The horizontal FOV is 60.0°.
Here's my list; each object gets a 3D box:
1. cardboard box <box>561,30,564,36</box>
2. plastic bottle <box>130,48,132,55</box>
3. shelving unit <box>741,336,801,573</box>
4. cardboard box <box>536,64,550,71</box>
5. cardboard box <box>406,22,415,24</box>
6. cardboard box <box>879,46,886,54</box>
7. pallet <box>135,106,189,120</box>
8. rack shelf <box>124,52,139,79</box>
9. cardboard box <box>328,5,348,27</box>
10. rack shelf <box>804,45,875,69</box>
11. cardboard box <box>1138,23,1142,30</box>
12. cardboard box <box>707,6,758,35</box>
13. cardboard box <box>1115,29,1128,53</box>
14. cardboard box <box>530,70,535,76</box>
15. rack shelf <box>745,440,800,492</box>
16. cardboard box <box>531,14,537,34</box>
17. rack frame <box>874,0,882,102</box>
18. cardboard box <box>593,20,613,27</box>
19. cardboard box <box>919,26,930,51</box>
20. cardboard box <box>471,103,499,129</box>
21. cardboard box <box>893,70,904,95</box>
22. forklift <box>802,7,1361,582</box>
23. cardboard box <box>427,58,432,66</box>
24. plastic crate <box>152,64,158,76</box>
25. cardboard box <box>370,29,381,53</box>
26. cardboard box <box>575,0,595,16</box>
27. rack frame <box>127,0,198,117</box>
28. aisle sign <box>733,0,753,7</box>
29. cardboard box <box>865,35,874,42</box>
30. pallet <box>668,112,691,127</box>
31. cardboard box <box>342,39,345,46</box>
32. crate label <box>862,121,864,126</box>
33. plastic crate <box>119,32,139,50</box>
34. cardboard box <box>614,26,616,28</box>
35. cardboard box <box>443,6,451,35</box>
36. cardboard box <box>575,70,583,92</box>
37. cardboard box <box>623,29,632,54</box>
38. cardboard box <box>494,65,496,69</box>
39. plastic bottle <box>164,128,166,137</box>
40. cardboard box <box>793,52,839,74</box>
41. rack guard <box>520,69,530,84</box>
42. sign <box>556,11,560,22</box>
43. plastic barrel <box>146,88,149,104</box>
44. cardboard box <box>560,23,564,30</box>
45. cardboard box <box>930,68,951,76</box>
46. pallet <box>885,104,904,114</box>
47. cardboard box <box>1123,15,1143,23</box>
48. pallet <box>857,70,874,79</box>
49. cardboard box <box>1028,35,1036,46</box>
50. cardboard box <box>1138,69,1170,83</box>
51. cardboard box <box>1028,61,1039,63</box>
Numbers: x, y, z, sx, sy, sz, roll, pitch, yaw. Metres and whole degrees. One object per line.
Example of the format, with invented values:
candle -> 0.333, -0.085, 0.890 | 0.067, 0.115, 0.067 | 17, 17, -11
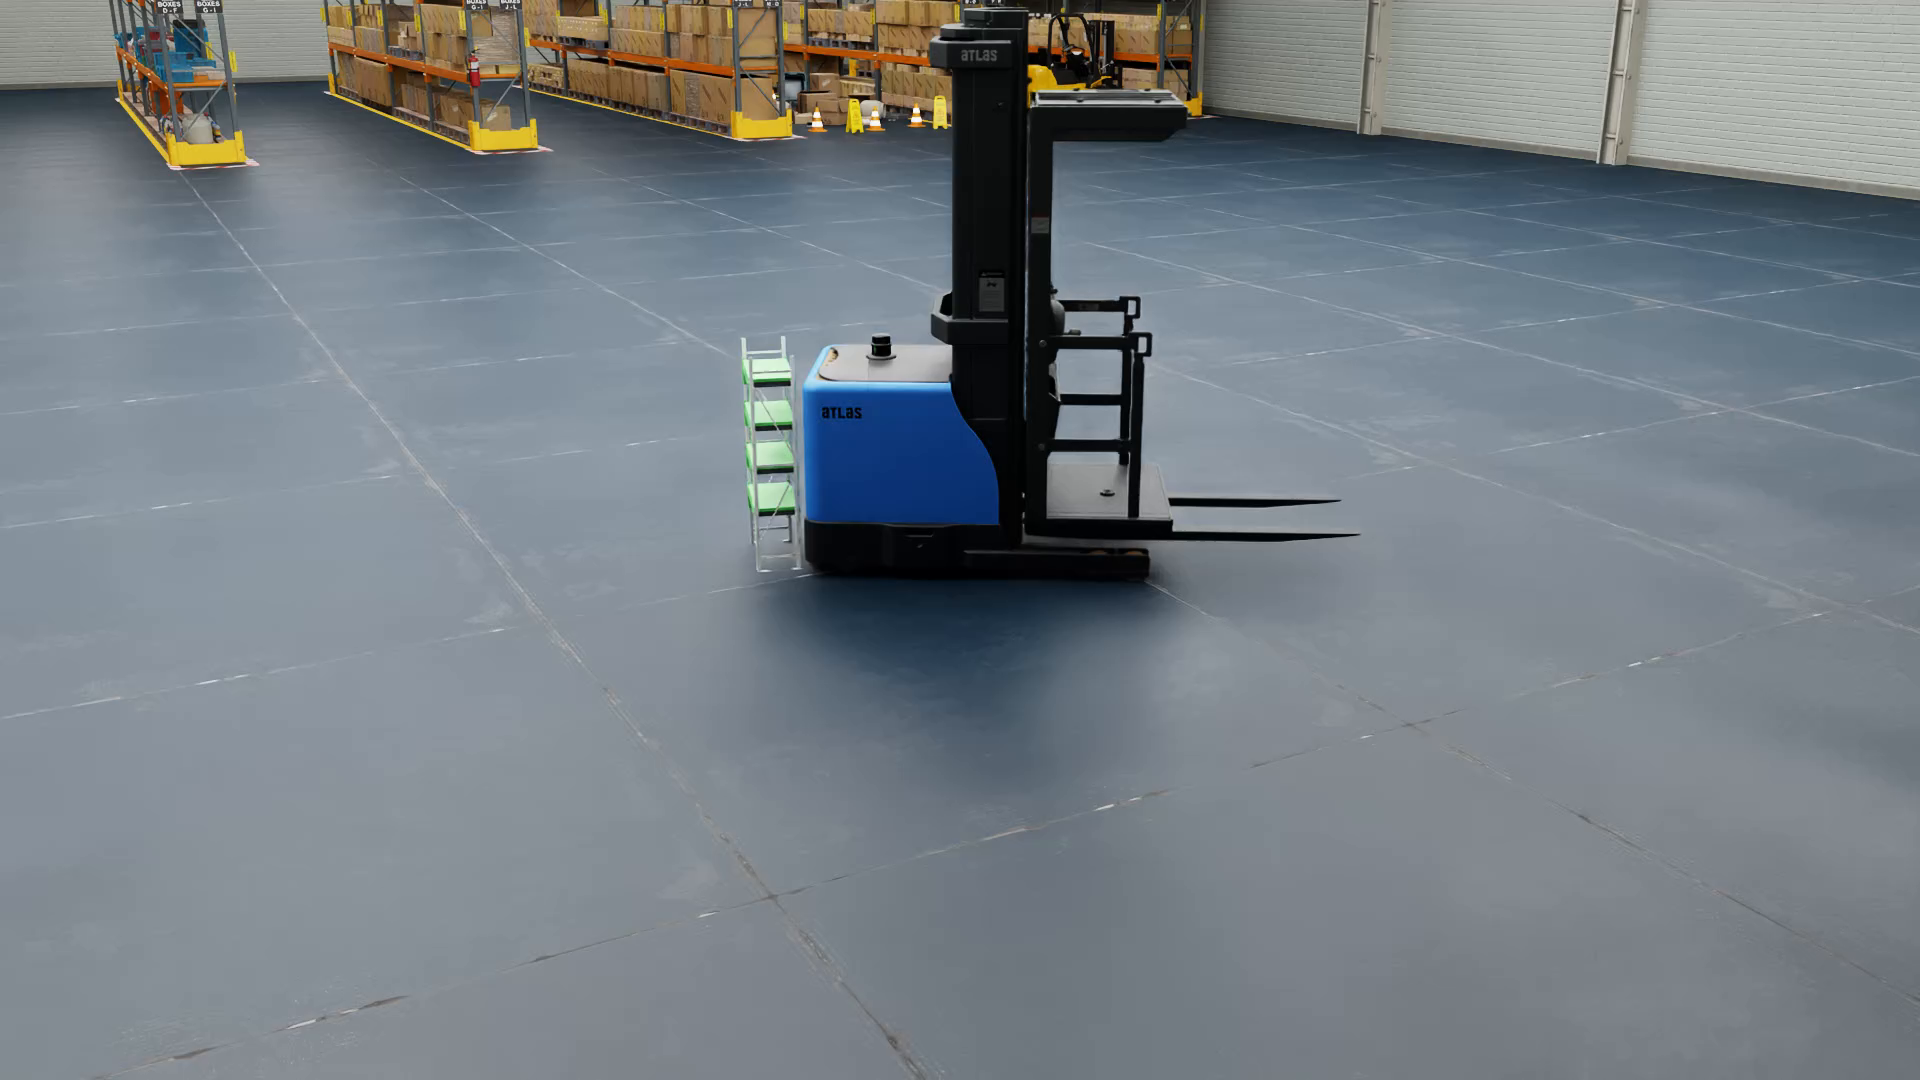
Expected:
cardboard box -> -9.648, -12.553, 41.152 | 0.380, 0.149, 0.250 | -10, 21, -26
plastic bottle -> -17.984, -10.640, 36.173 | 0.097, 0.201, 0.097 | 0, 19, 0
shelving unit -> -1.040, -0.476, 9.172 | 0.258, 1.200, 0.503 | -4, 19, -11
cardboard box -> -11.082, -12.602, 44.369 | 0.380, 0.149, 0.250 | -11, 22, -29
cardboard box -> -11.436, -10.801, 35.536 | 0.700, 0.500, 0.500 | -7, 20, -19
cardboard box -> -1.592, -10.976, 37.227 | 0.380, 0.149, 0.250 | -10, 21, -27
pallet -> -17.426, -9.333, 36.354 | 1.003, 0.211, 1.213 | -10, 21, -27
rack shelf -> -17.389, -10.315, 36.029 | 1.077, 0.370, 4.000 | -10, 21, -27
cardboard box -> -15.652, -13.246, 42.044 | 0.500, 0.500, 0.500 | -11, 22, -28
rack shelf -> -2.409, -11.469, 39.374 | 1.077, 0.370, 4.000 | -10, 21, -27
cardboard box -> 4.178, -11.420, 36.979 | 0.380, 0.149, 0.250 | -10, 21, -26
cardboard box -> -4.499, -10.310, 33.027 | 0.875, 0.550, 0.550 | -10, 21, -27
cardboard box -> 3.860, -11.302, 37.633 | 0.500, 0.500, 0.500 | -10, 22, -28
cardboard box -> -11.363, -12.598, 44.813 | 0.380, 0.149, 0.250 | -10, 21, -27
rack shelf -> -1.040, -0.416, 9.193 | 0.258, 0.148, 0.480 | -4, 19, -11
cardboard box -> -10.998, -13.608, 43.860 | 0.500, 0.500, 0.500 | -10, 21, -26
rack frame -> -1.460, -11.235, 37.592 | 1.000, 3.000, 0.127 | -10, 21, -27
cardboard box -> -8.304, -12.018, 38.691 | 0.380, 0.149, 0.250 | -11, 22, -29
cardboard box -> -0.529, -10.676, 35.364 | 0.500, 0.500, 0.500 | -10, 21, -27
cardboard box -> -8.877, -7.917, 31.164 | 0.500, 0.500, 0.500 | -4, 20, -12
cardboard box -> -1.153, -10.125, 36.798 | 0.500, 0.500, 0.500 | -9, 21, -24
forklift -> 0.683, -1.336, 9.010 | 3.031, 2.935, 1.130 | 1, 19, 2
cardboard box -> -10.236, -9.399, 32.657 | 0.380, 0.149, 0.250 | -10, 21, -27
plastic crate -> -14.144, -8.399, 29.699 | 0.450, 0.188, 0.662 | -10, 21, -27
cardboard box -> -13.014, -11.292, 37.603 | 0.500, 0.500, 0.500 | -11, 22, -28
cardboard box -> -9.567, -13.564, 42.199 | 0.500, 0.500, 0.500 | -9, 21, -25
rack frame -> -16.439, -10.081, 34.248 | 1.000, 3.000, 0.127 | -10, 21, -27
aisle sign -> -4.099, -10.453, 31.341 | 0.394, 0.787, 0.004 | -10, 21, -27
cardboard box -> -1.947, -11.420, 37.869 | 0.380, 0.149, 0.250 | -10, 21, -26
pallet -> -5.476, -8.891, 35.073 | 1.003, 0.211, 1.213 | -10, 21, -27
cardboard box -> -15.024, -12.284, 41.016 | 0.380, 0.149, 0.250 | -10, 22, -28
crate label -> -2.143, -8.604, 34.355 | 0.298, 0.136, 0.250 | 11, 22, 30
plastic crate -> -18.861, -11.331, 37.804 | 0.392, 0.384, 0.575 | -10, 21, -27
cardboard box -> -7.981, -12.132, 39.475 | 0.380, 0.149, 0.250 | -11, 22, -28
cardboard box -> -9.238, -9.619, 30.765 | 0.500, 0.500, 0.500 | -10, 21, -27
cardboard box -> -9.197, -11.348, 41.108 | 0.500, 0.500, 0.500 | -9, 21, -24
cardboard box -> -7.209, -11.174, 37.262 | 0.500, 0.500, 0.500 | -10, 21, -27
cardboard box -> -8.309, -8.627, 30.418 | 0.380, 0.149, 0.250 | -10, 21, -27
plastic bottle -> -14.318, -7.383, 30.044 | 0.097, 0.201, 0.097 | 0, 19, 0
cardboard box -> -3.614, -11.789, 41.810 | 0.875, 0.875, 0.875 | -10, 22, -27
rack guard -> -11.430, -12.681, 45.614 | 1.175, 0.500, 0.348 | -10, 21, -27
sign -> -10.041, -13.059, 41.551 | 0.100, 0.325, 0.005 | -10, 21, -27
plastic barrel -> -17.570, -9.714, 36.354 | 0.421, 0.512, 0.421 | 0, 19, 0
cardboard box -> -9.660, -12.698, 41.117 | 0.380, 0.149, 0.250 | -10, 22, -28
cardboard box -> -0.404, -9.931, 35.241 | 0.380, 0.149, 0.250 | -9, 21, -25
pallet -> -1.110, -9.730, 37.504 | 1.003, 0.211, 1.213 | -10, 21, -27
cardboard box -> 3.884, -11.699, 37.333 | 0.380, 0.149, 0.250 | -9, 21, -25
pallet -> -2.376, -13.881, 49.536 | 1.003, 0.211, 1.213 | -10, 21, -27
cardboard box -> 1.985, -12.329, 40.993 | 0.500, 0.250, 0.500 | -10, 21, -26
cardboard box -> 4.313, -10.312, 36.956 | 0.500, 0.250, 0.500 | -9, 21, -25
cardboard box -> 1.609, -11.862, 42.405 | 0.875, 0.625, 0.625 | -9, 21, -25
